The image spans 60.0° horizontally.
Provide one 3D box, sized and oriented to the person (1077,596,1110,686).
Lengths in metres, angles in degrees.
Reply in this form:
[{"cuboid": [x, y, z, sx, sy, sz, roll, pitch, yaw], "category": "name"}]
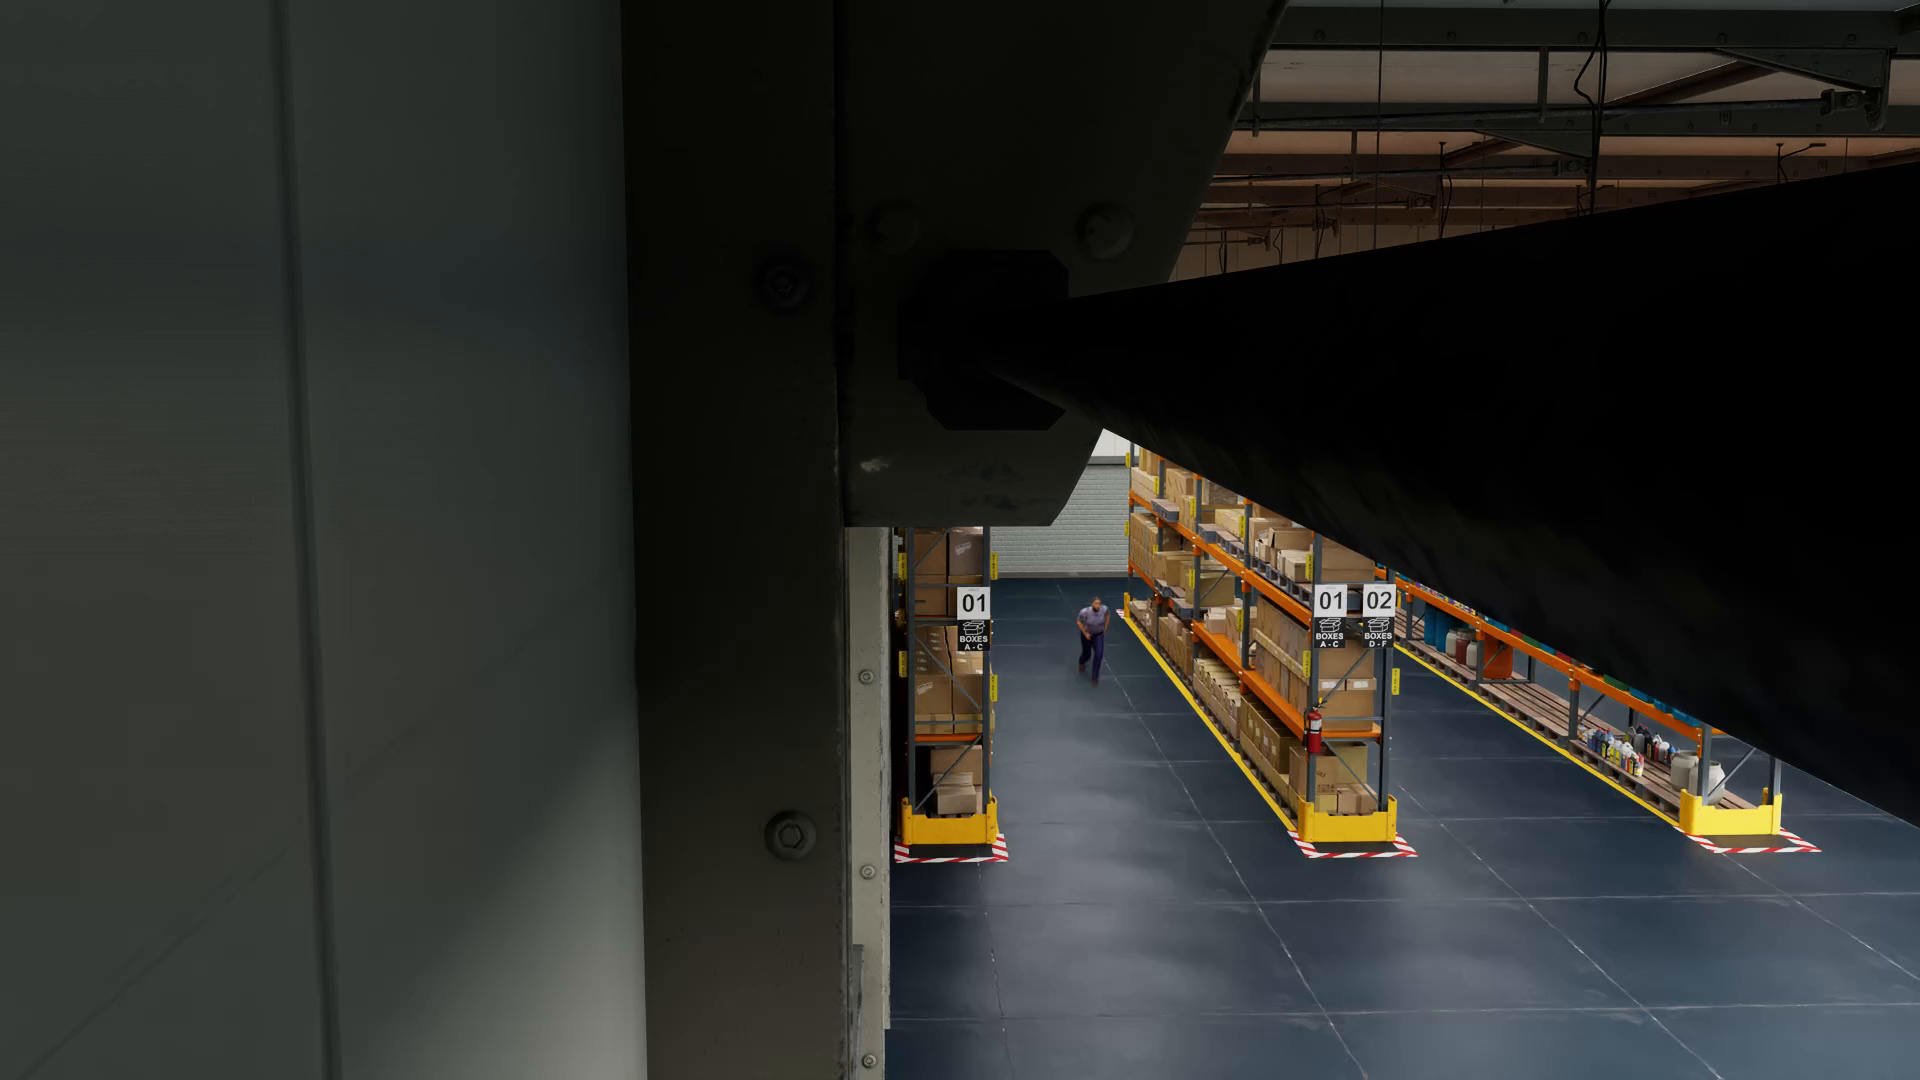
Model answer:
[{"cuboid": [2.352, 1.759, 29.840, 0.629, 1.615, 0.955, -2, 8, -16], "category": "person"}]
